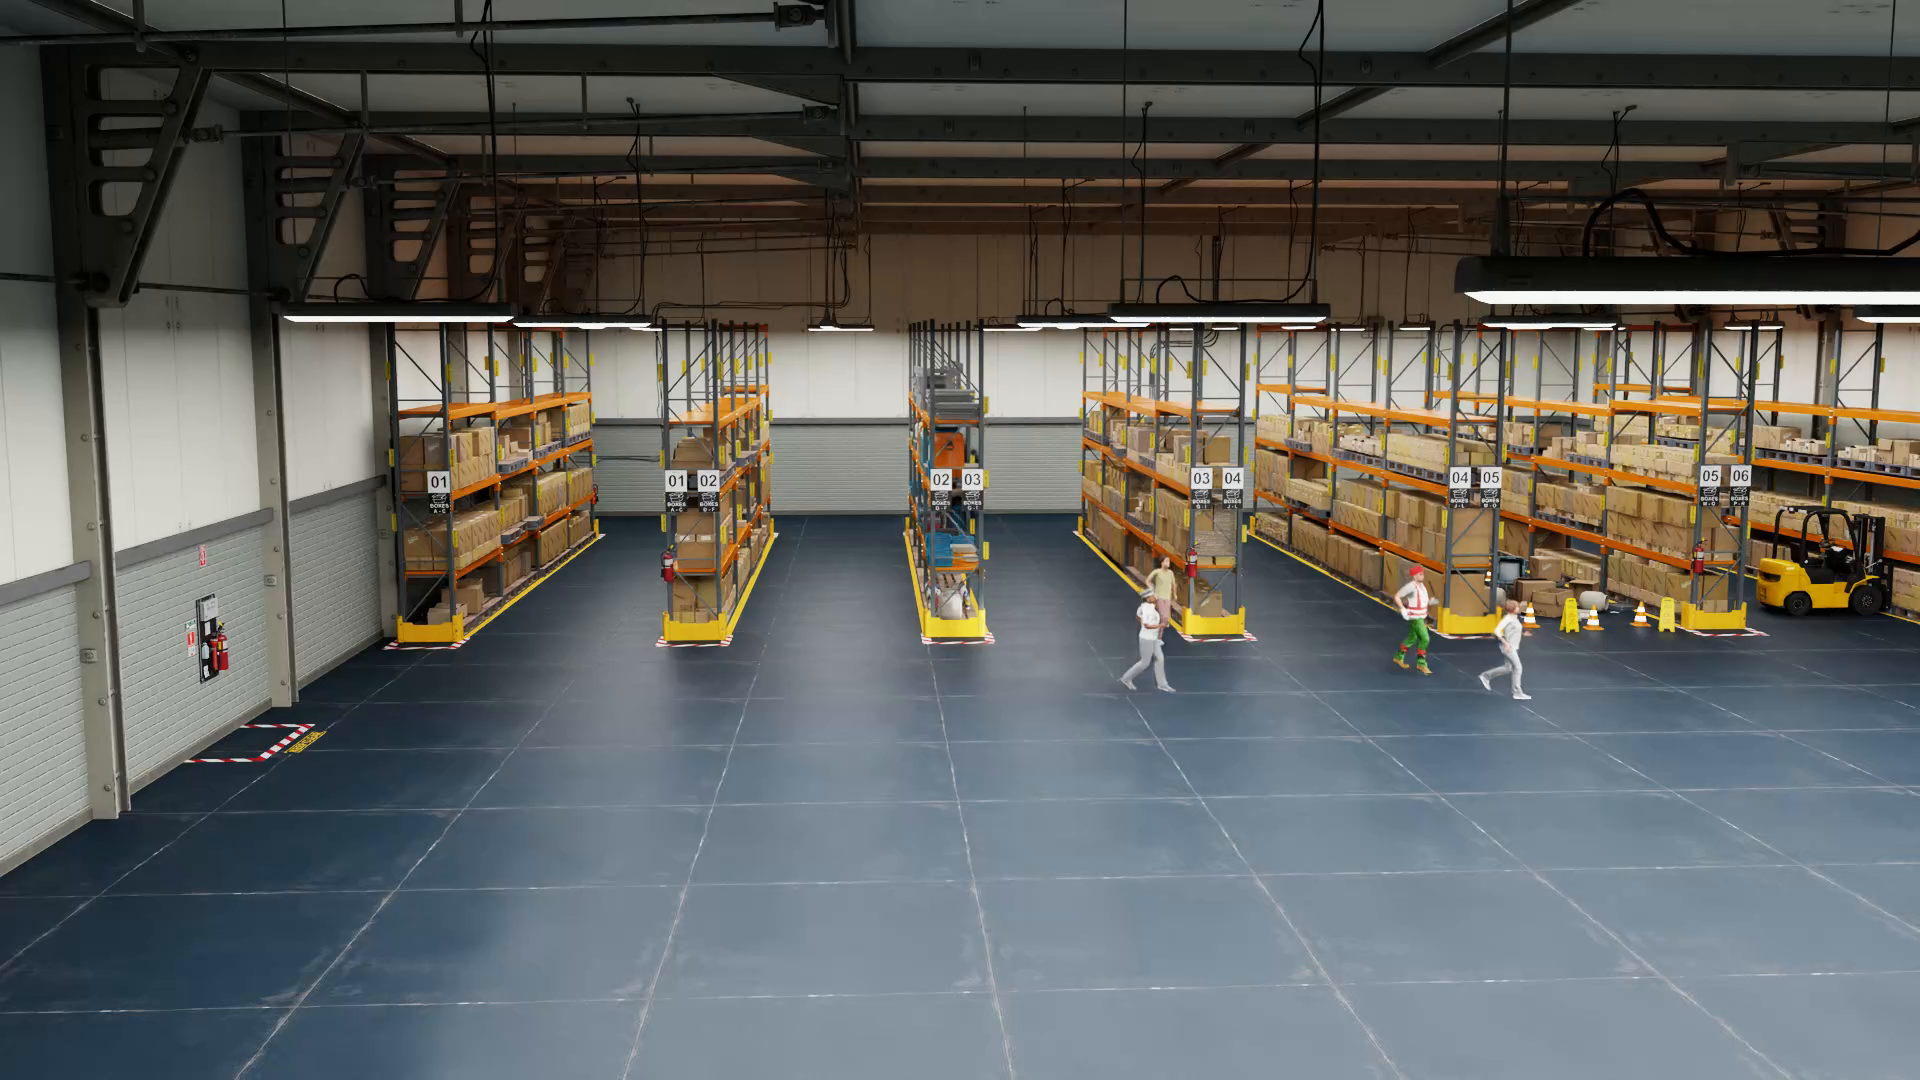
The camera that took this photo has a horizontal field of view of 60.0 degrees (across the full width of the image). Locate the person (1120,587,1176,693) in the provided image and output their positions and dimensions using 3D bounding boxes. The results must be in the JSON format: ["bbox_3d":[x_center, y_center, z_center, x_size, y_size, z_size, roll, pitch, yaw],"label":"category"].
[{"bbox_3d":[3.007,1.590,26.507,0.876,1.699,0.581,2,7,13],"label":"person"}]

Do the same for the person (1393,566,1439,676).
[{"bbox_3d":[7.718,1.348,28.197,0.795,1.829,0.653,5,9,36],"label":"person"}]

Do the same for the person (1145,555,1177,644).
[{"bbox_3d":[3.757,1.099,31.078,0.630,1.628,0.606,-4,8,-27],"label":"person"}]

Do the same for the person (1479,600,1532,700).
[{"bbox_3d":[8.585,1.709,26.124,0.804,1.575,0.538,4,8,27],"label":"person"}]
